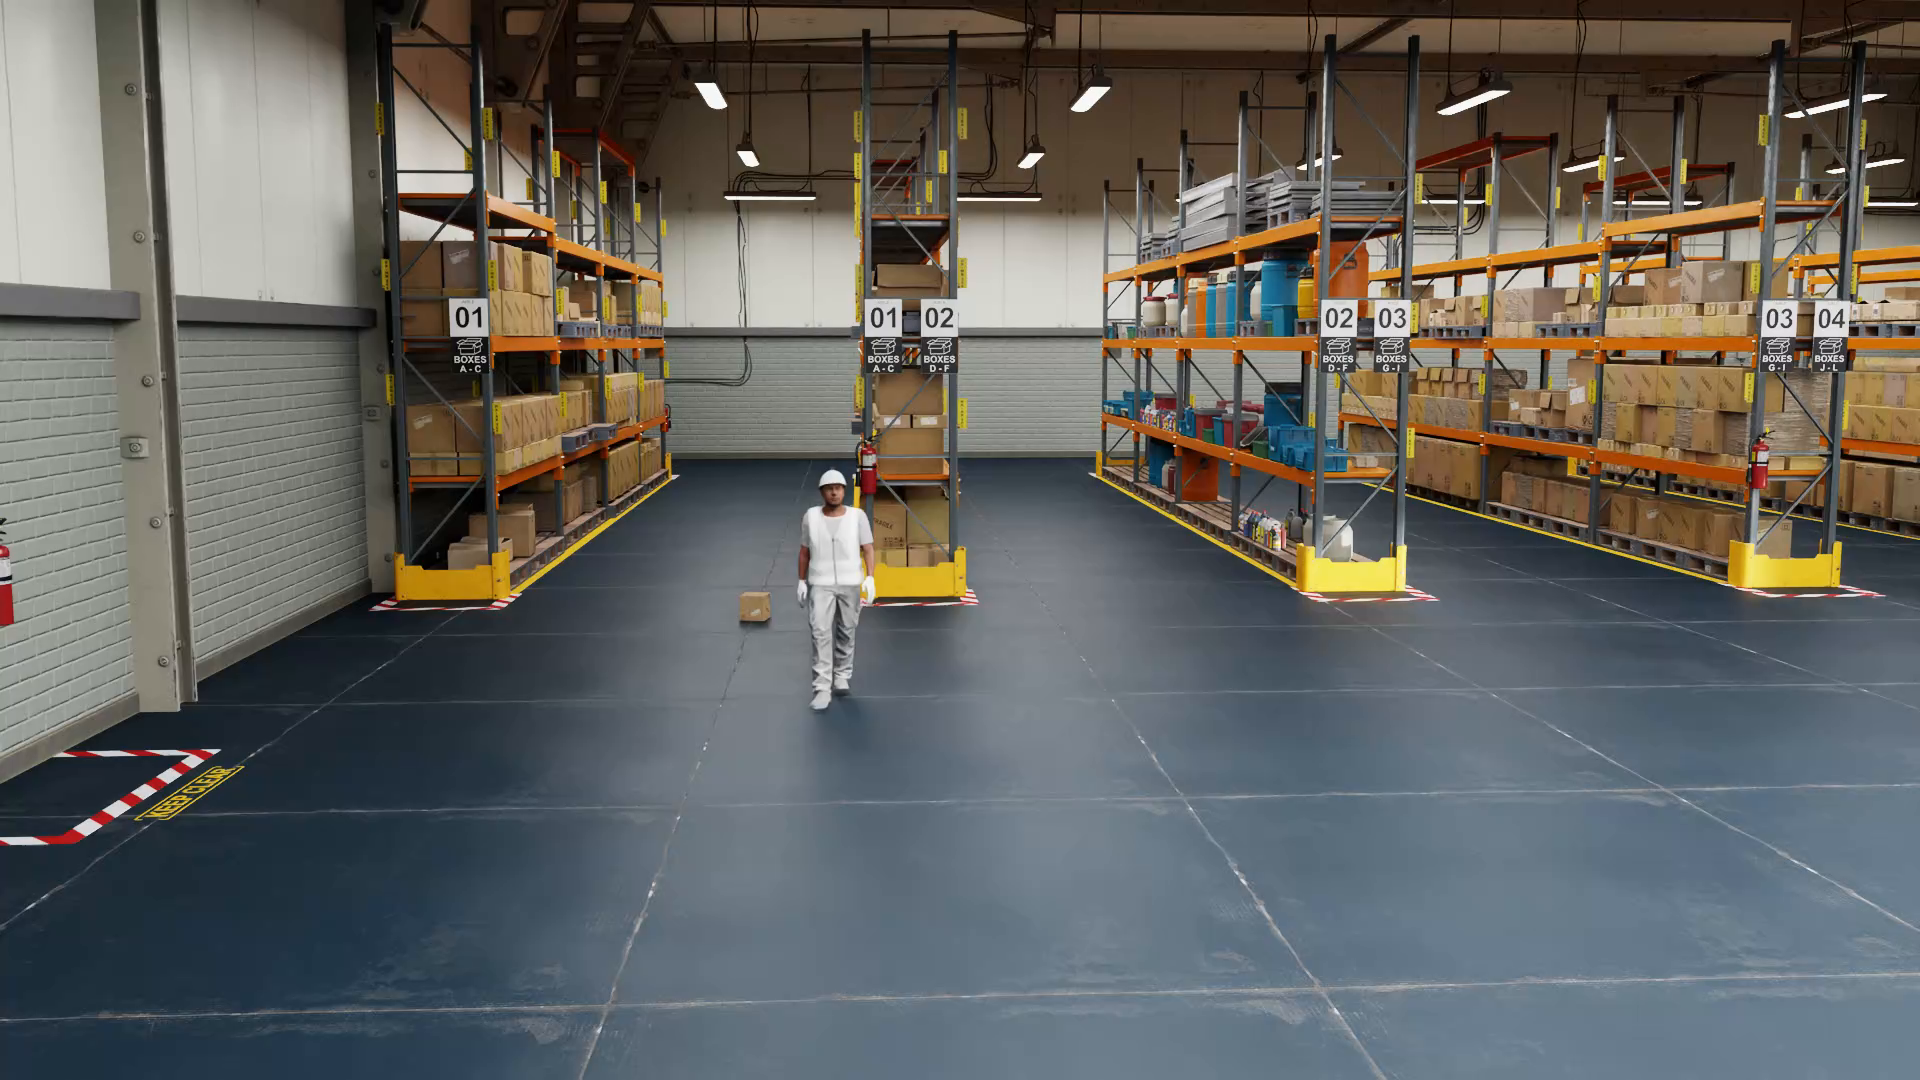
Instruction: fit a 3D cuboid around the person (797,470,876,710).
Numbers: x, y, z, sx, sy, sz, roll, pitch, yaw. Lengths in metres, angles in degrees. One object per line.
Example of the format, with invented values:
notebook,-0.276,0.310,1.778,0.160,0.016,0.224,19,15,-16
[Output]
person,-0.940,0.342,12.620,0.599,1.736,0.956,-1,7,-5
